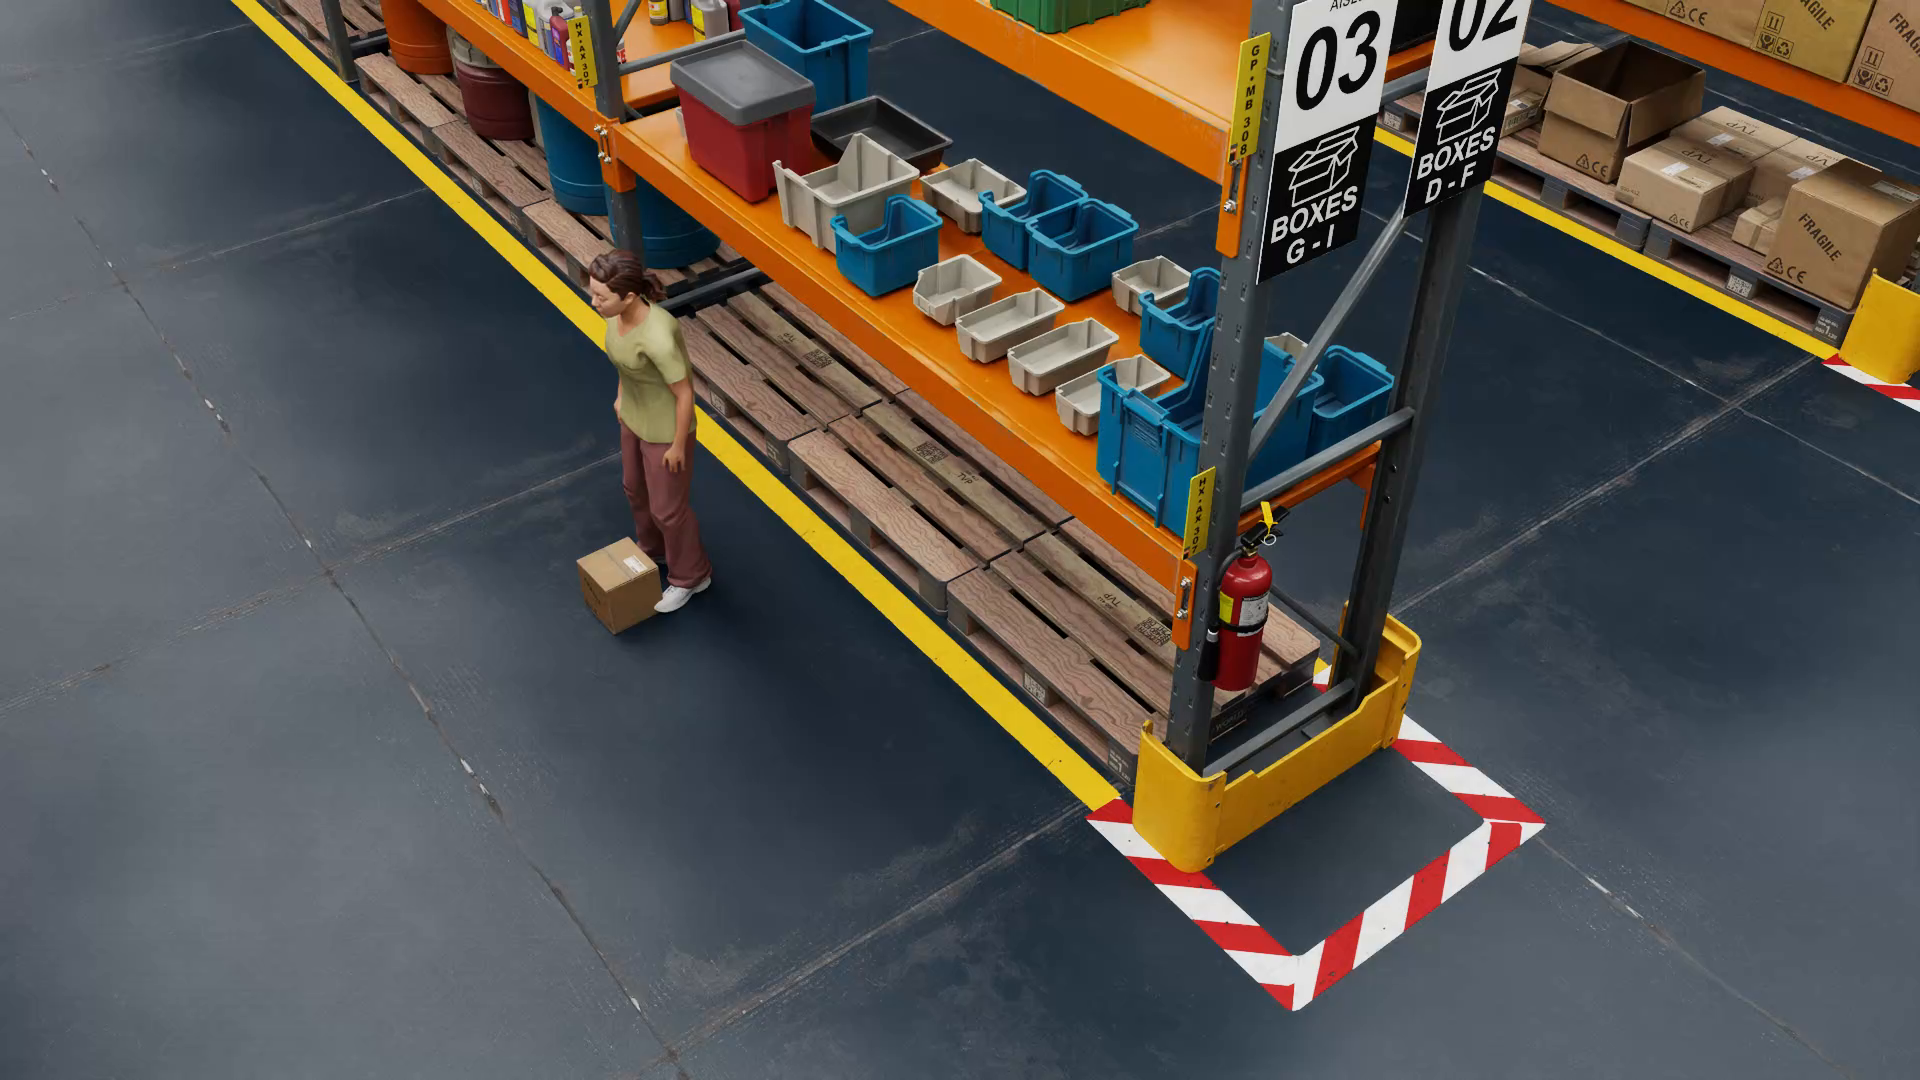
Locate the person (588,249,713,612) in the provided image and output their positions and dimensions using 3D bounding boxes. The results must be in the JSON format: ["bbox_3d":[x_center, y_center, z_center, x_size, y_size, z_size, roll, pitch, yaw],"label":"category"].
[{"bbox_3d":[-1.243,-0.451,6.687,0.354,1.673,0.499,-27,47,-28],"label":"person"}]
